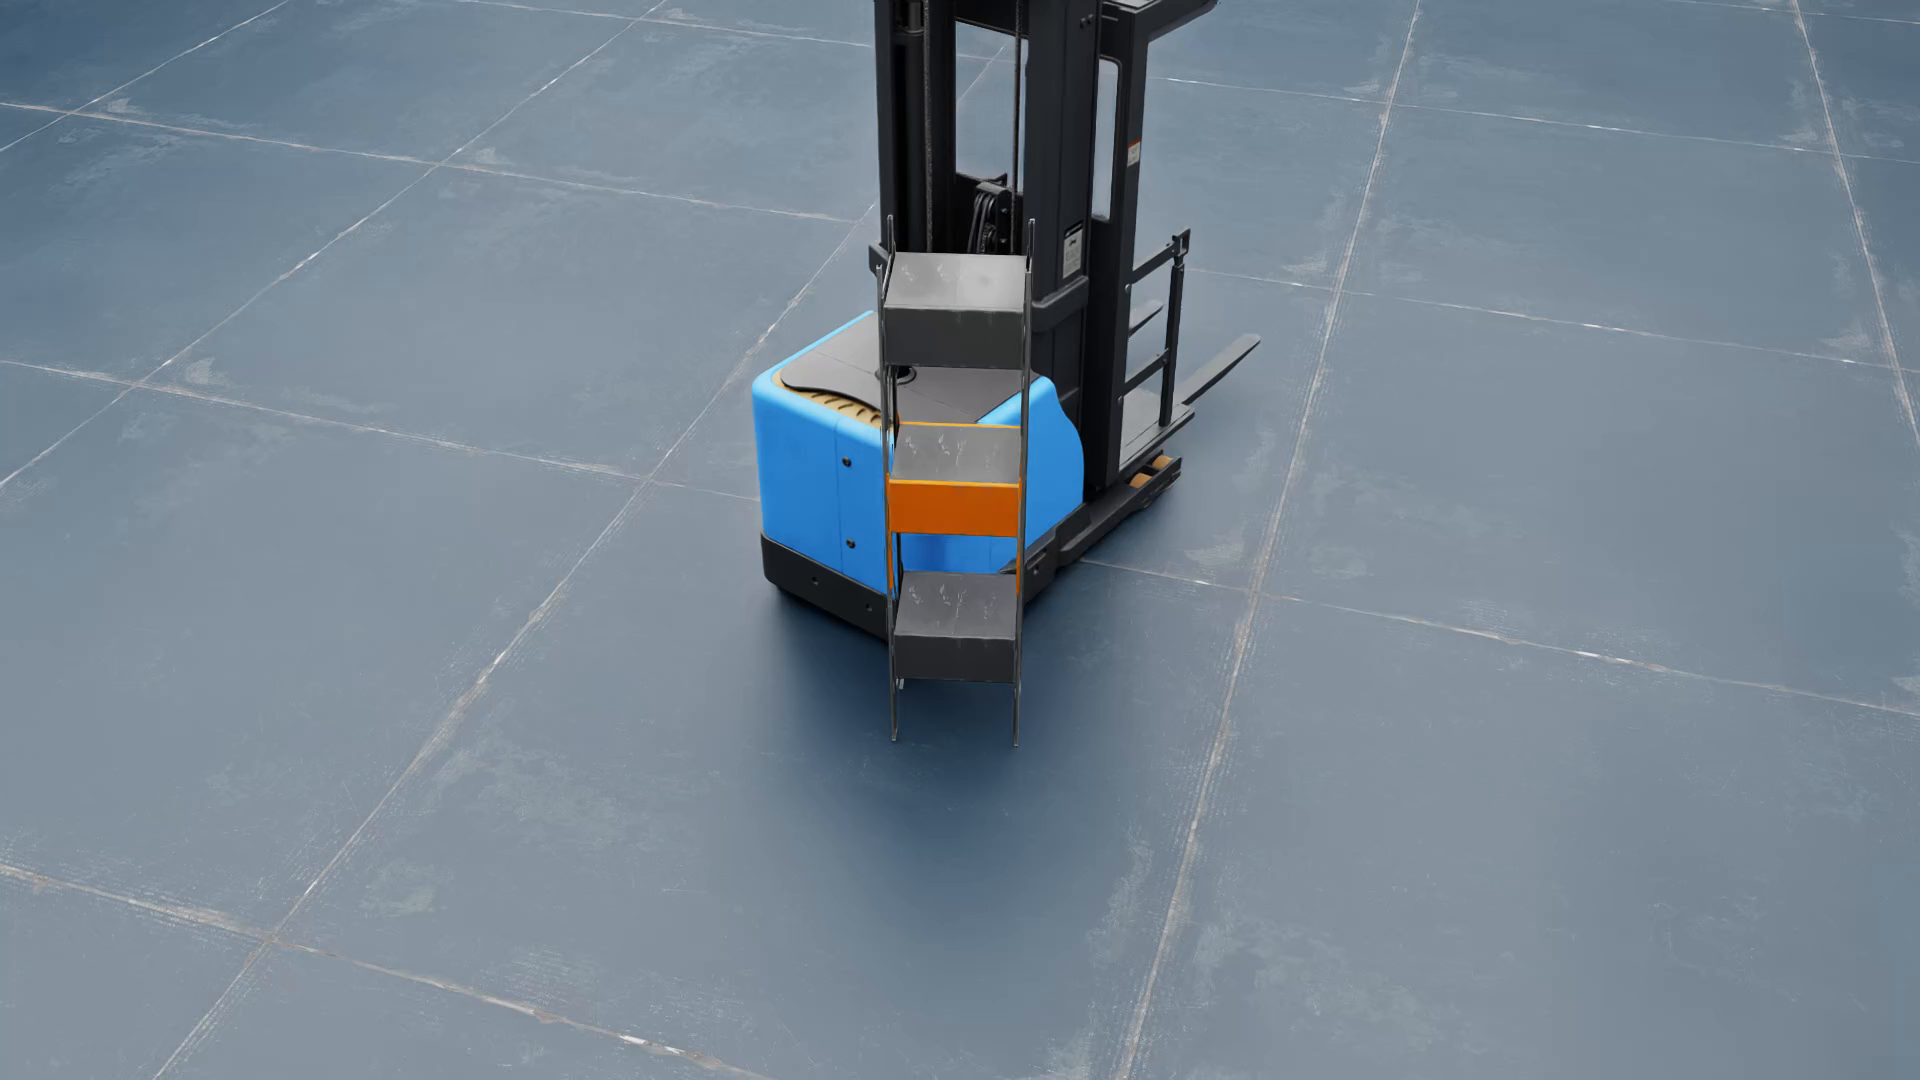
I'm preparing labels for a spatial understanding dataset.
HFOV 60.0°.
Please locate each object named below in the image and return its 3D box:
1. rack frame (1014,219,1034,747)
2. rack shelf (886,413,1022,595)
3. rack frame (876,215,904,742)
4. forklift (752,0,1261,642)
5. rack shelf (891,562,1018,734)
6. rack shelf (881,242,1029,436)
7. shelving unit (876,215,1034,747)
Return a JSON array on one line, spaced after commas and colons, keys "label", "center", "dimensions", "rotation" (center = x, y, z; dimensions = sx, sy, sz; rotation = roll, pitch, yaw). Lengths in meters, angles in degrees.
[{"label": "rack frame", "center": [0.235, -0.137, 6.165], "dimensions": [0.015, 2.100, 0.400], "rotation": [2, 36, 3]}, {"label": "rack shelf", "center": [-0.009, -0.136, 6.186], "dimensions": [0.480, 0.518, 0.431], "rotation": [2, 36, 3]}, {"label": "rack frame", "center": [-0.252, -0.156, 6.191], "dimensions": [0.015, 2.100, 0.400], "rotation": [2, 36, 3]}, {"label": "forklift", "center": [0.419, -1.493, 7.307], "dimensions": [1.130, 2.935, 3.031], "rotation": [24, 43, 29]}, {"label": "rack shelf", "center": [-0.009, 0.428, 6.601], "dimensions": [0.480, 0.518, 0.431], "rotation": [2, 36, 3]}, {"label": "rack shelf", "center": [-0.009, -0.700, 5.771], "dimensions": [0.480, 0.518, 0.431], "rotation": [2, 36, 3]}, {"label": "shelving unit", "center": [-0.009, -0.147, 6.178], "dimensions": [0.503, 2.100, 0.431], "rotation": [2, 36, 3]}]
